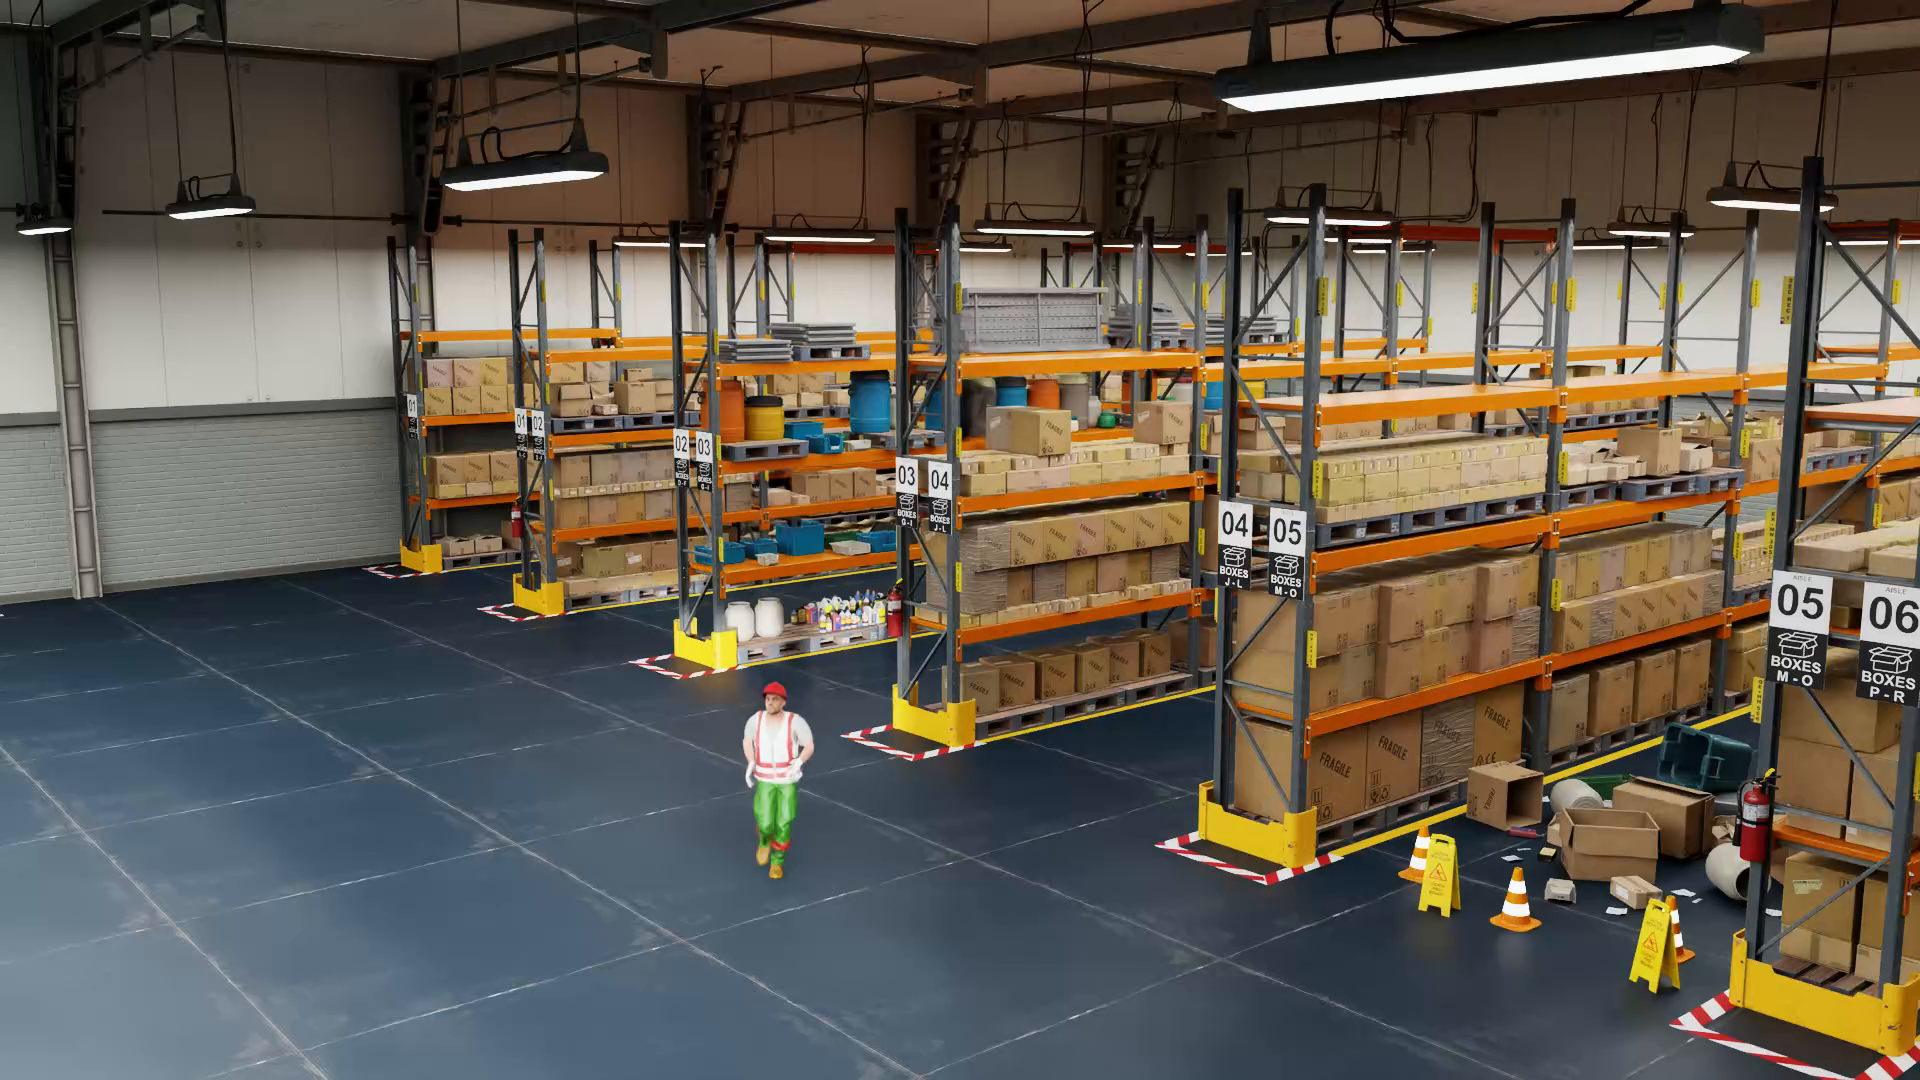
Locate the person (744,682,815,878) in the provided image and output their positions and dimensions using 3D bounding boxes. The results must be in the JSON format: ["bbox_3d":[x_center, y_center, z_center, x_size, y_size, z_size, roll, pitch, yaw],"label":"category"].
[{"bbox_3d":[-1.587,2.098,14.455,0.637,1.749,0.607,0,9,1],"label":"person"}]

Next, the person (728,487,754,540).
[{"bbox_3d":[-4.195,-0.487,31.041,0.894,1.808,0.667,-9,12,-44],"label":"person"}]
